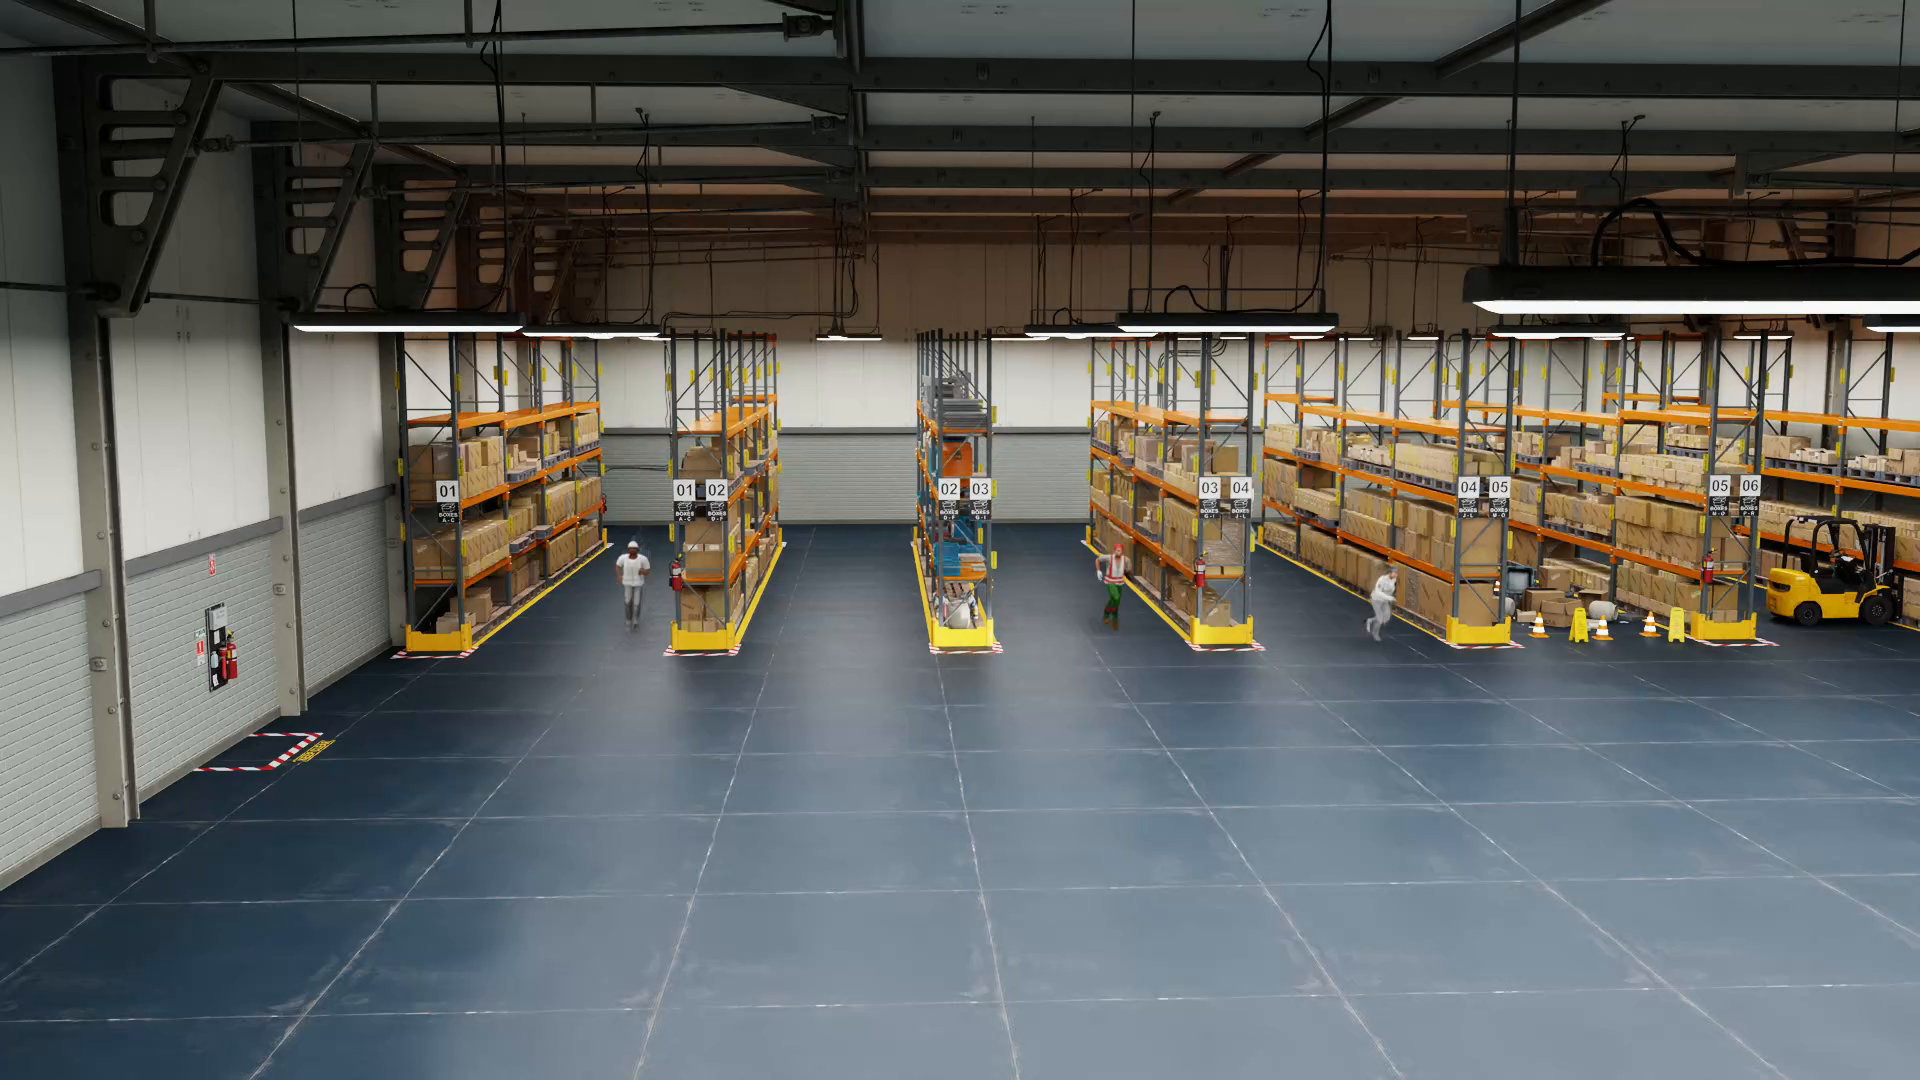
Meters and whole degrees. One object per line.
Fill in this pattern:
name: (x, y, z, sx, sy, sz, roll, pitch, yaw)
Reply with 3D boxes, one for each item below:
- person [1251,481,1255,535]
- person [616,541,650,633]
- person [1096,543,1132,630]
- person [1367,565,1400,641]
person: (8.360, -0.908, 49.127, 0.811, 1.755, 0.815, 0, 7, -1)
person: (-6.541, 0.930, 33.320, 0.674, 1.832, 0.785, -1, 7, -11)
person: (3.097, 0.911, 33.496, 0.646, 1.758, 0.948, -3, 7, -23)
person: (8.208, 1.207, 32.155, 0.621, 1.518, 0.792, -4, 8, -30)
